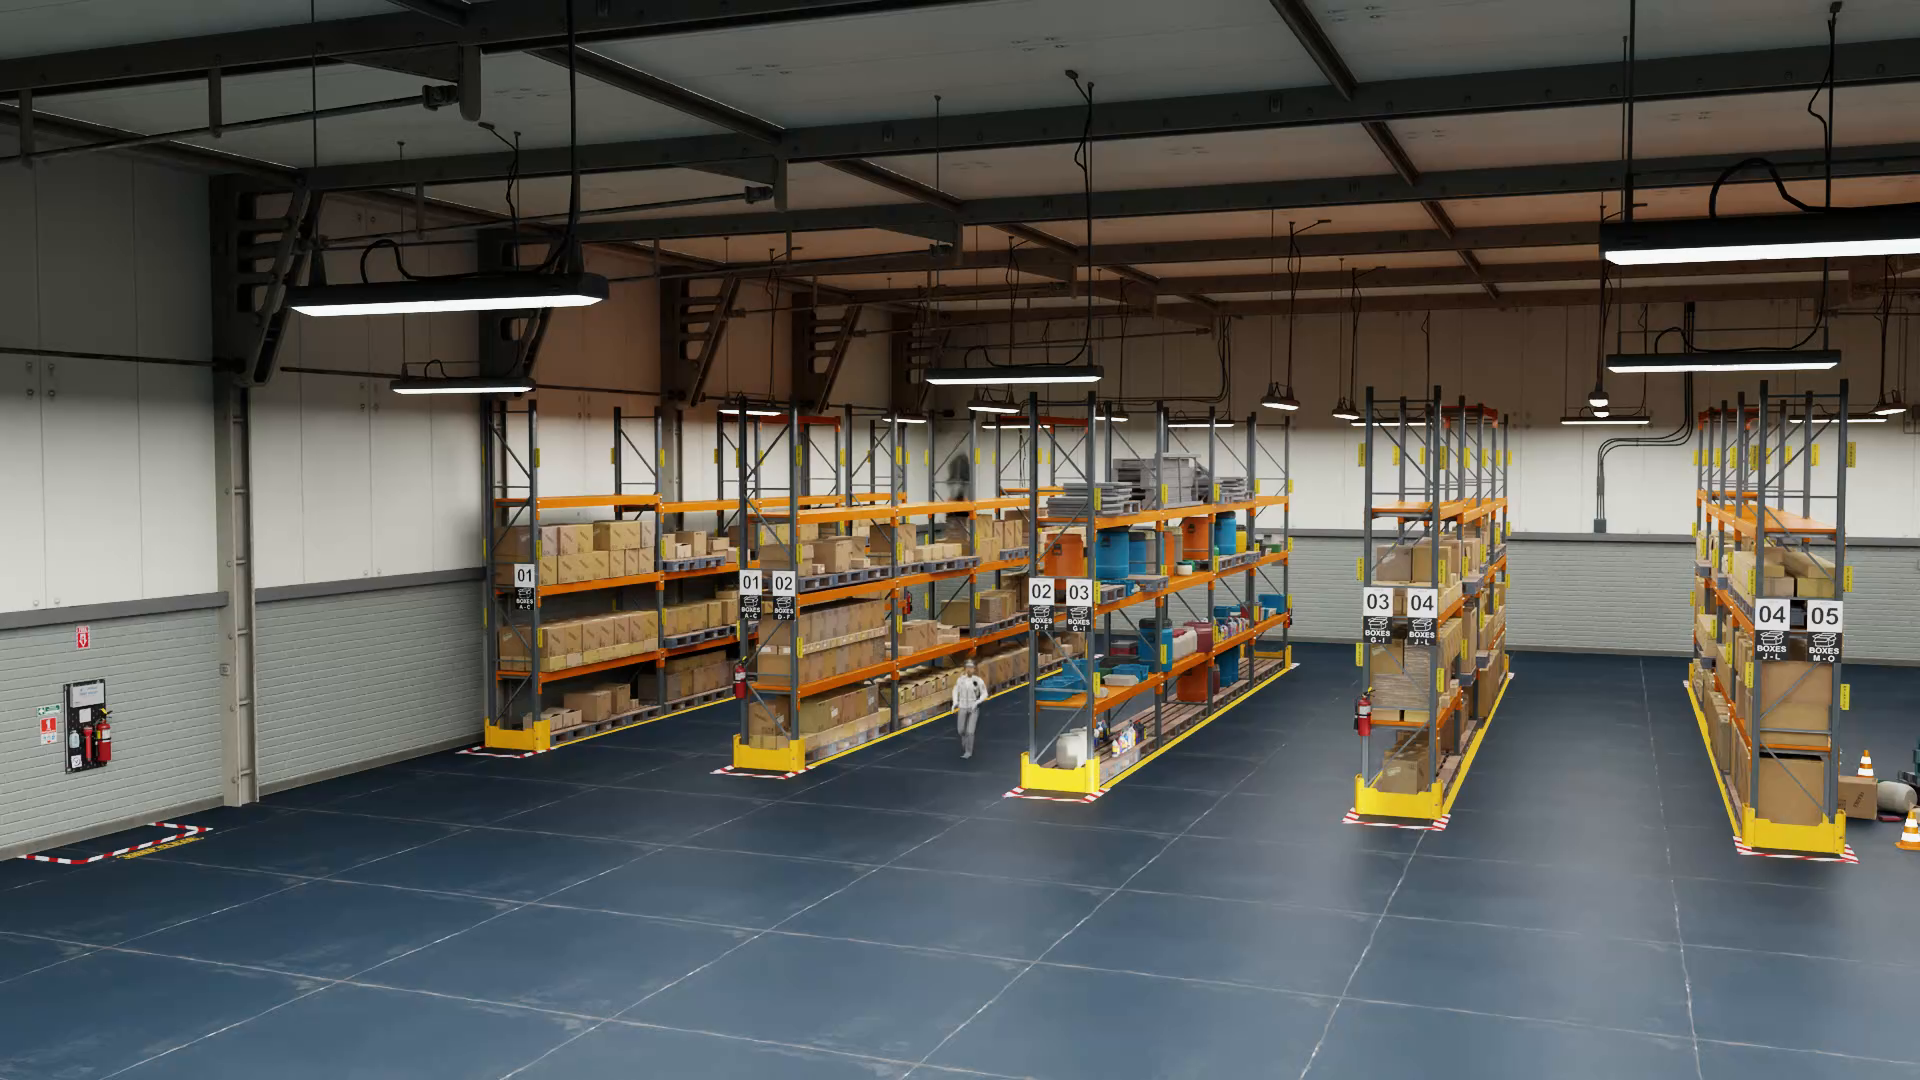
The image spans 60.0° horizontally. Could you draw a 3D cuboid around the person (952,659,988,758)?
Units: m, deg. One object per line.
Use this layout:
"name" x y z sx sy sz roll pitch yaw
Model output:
"person" 0.155 2.814 27.819 0.629 1.652 0.555 1 3 12
